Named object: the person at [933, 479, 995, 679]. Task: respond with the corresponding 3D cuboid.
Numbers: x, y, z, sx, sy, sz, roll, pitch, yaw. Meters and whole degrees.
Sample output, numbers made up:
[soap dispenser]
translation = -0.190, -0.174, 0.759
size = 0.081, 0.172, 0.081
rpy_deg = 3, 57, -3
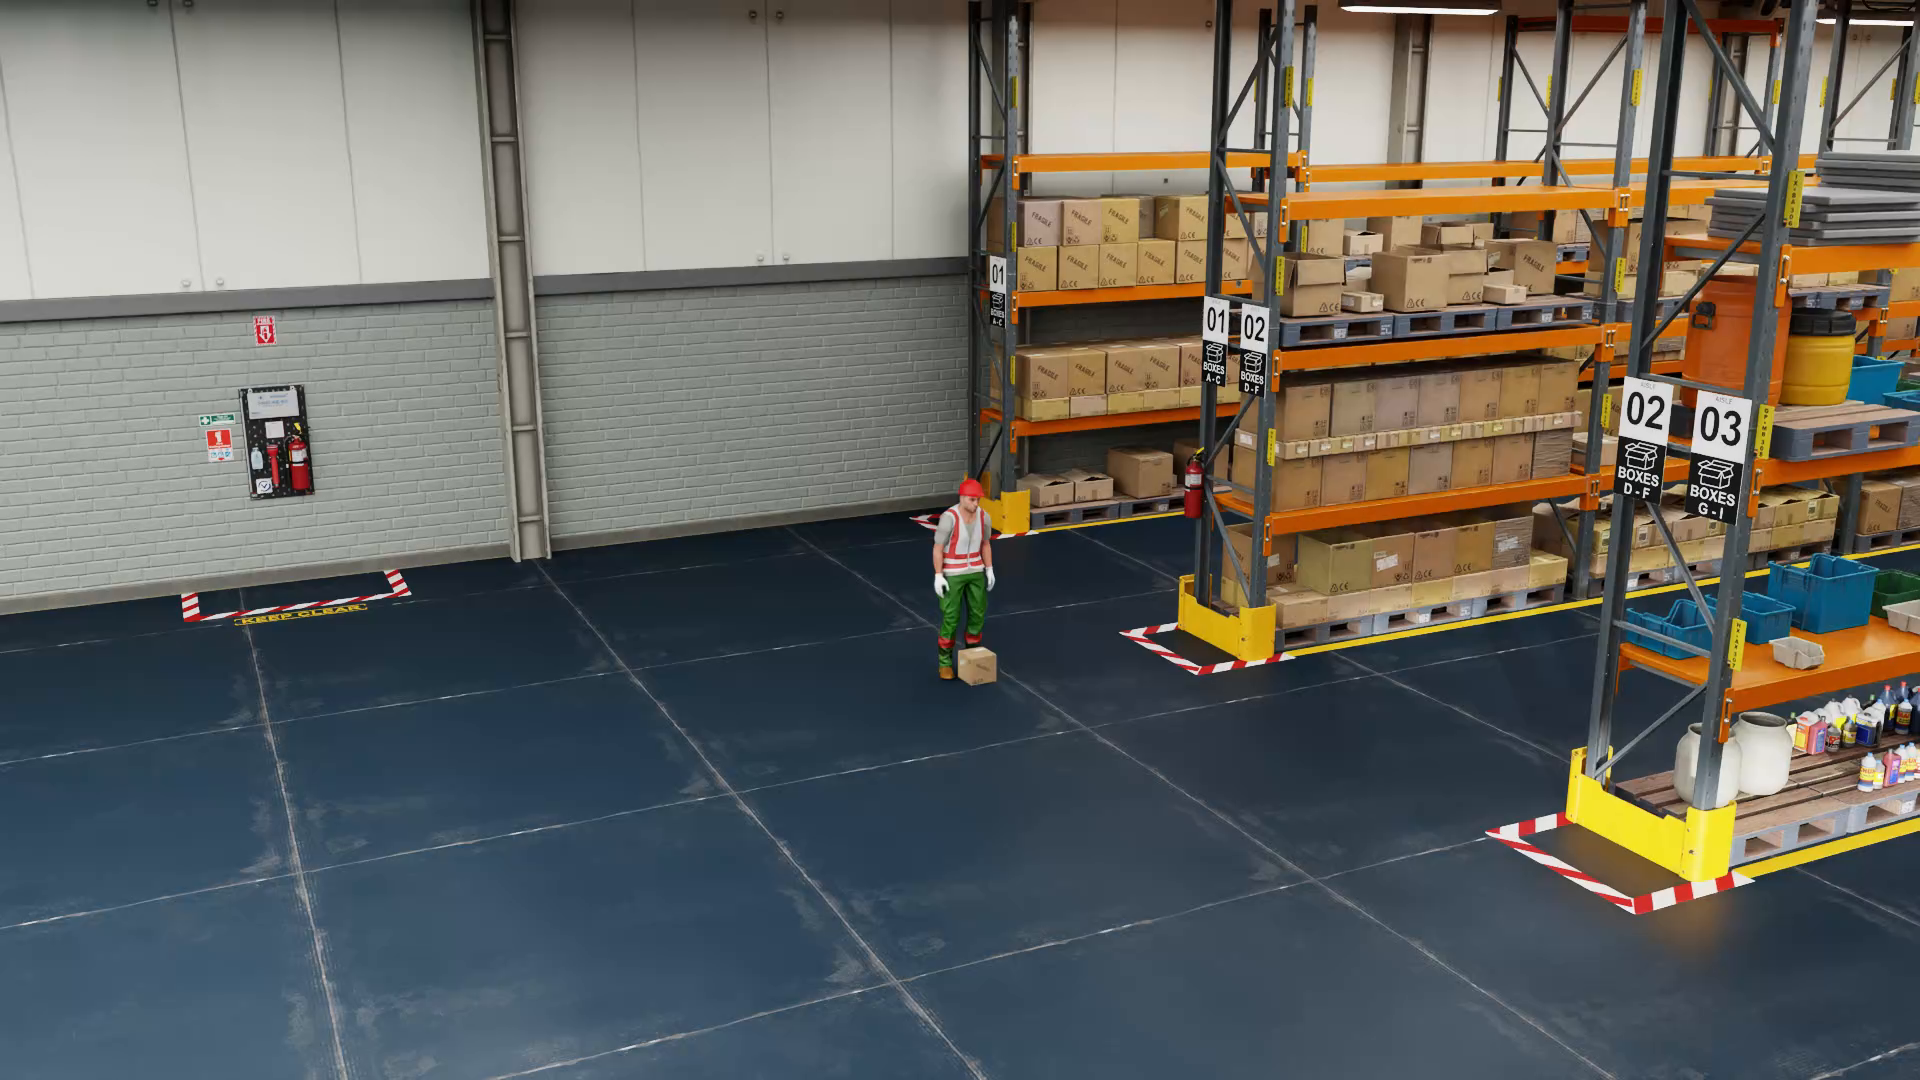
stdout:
[person]
translation = 0.044, 0.321, 14.634
size = 0.607, 1.777, 0.454
rpy_deg = -8, 17, -27
